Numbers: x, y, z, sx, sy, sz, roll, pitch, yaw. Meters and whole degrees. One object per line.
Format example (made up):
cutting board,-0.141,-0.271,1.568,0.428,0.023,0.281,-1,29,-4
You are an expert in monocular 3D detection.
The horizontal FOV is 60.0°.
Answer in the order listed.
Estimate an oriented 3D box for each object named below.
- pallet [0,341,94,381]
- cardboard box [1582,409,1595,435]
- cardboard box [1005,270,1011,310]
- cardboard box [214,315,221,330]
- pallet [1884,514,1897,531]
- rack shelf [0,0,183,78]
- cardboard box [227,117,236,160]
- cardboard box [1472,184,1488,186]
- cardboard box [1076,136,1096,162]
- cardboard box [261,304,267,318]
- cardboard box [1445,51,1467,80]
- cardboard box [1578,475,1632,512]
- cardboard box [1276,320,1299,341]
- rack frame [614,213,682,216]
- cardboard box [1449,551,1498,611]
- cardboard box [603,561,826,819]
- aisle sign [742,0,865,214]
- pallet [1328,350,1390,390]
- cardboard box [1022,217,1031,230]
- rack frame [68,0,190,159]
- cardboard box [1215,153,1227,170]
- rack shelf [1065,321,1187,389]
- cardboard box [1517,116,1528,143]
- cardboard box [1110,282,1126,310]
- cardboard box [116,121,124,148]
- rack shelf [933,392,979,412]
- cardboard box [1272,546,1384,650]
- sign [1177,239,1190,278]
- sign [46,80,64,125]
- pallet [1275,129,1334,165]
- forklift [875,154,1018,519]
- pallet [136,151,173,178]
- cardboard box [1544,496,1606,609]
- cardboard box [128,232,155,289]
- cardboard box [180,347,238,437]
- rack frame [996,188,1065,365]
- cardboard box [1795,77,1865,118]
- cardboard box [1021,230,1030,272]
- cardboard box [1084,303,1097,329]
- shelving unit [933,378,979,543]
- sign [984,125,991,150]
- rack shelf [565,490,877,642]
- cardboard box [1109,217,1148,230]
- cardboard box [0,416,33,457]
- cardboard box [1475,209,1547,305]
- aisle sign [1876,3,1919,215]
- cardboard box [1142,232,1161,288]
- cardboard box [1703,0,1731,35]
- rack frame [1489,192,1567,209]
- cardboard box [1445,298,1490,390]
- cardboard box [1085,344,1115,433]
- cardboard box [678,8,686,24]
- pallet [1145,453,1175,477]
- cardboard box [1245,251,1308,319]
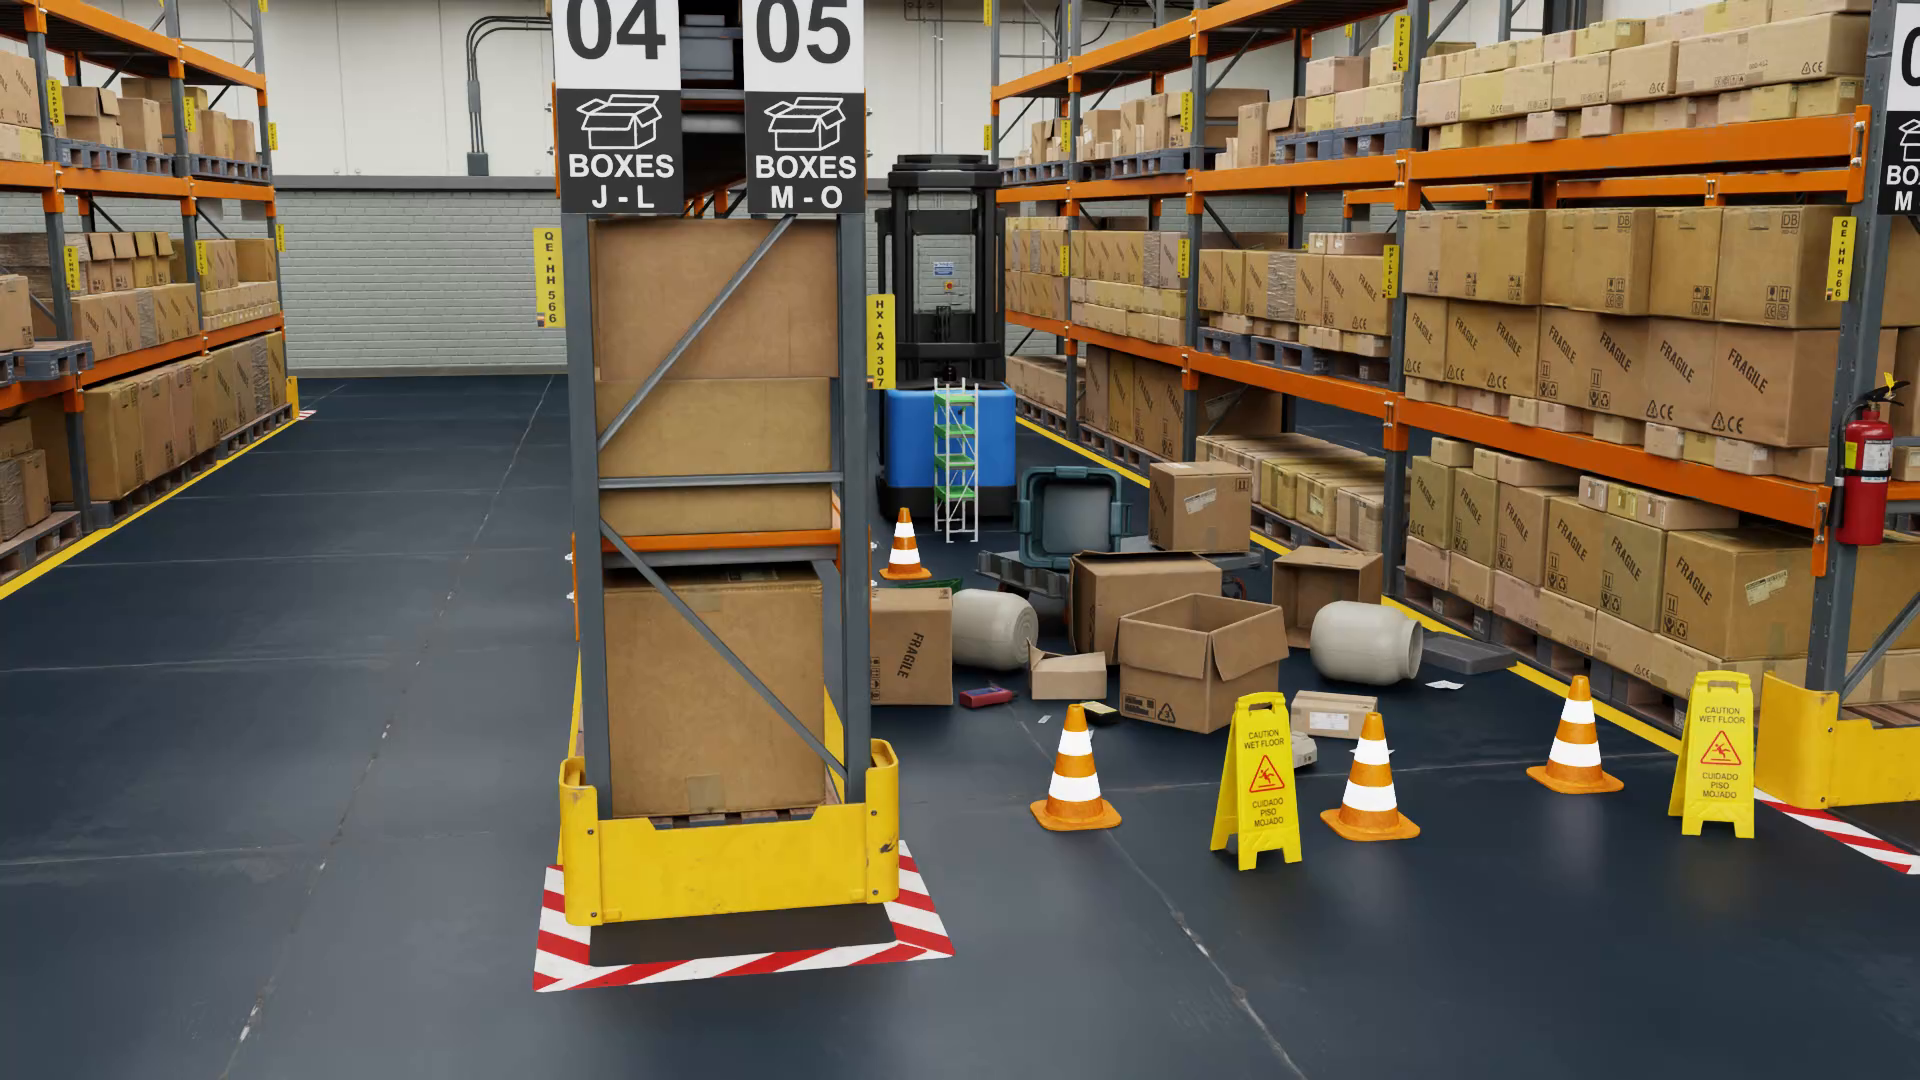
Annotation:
pallet,-7.017,-1.285,11.937,1.213,0.211,1.003,-2,11,-11
cardboard box,3.456,-0.617,8.590,0.380,0.149,0.250,-2,11,-11
cardboard box,0.842,-3.192,21.179,0.500,0.500,0.500,-2,11,-12
cardboard box,-7.820,-2.231,17.065,0.380,0.149,0.250,-2,11,-13
pallet,7.684,-0.302,13.718,1.003,0.211,1.213,-2,11,-11
rack shelf,-7.649,-4.270,14.057,1.077,0.370,4.000,-2,11,-11
cardboard box,-8.671,-4.550,18.900,0.700,0.500,0.500,-3,11,-13
cardboard box,6.191,-4.186,19.318,0.380,0.149,0.250,-2,11,-11
cardboard box,1.437,-4.109,17.477,0.396,0.266,0.258,-2,11,-12
cardboard box,-8.276,-2.657,19.304,0.380,0.149,0.250,-2,11,-10
cardboard box,3.059,-2.758,9.682,0.380,0.149,0.250,-2,11,-9
cardboard box,3.372,-0.238,8.417,0.380,0.149,0.250,-2,11,-9
cardboard box,2.608,-1.585,12.548,0.380,0.149,0.250,-2,11,-9
rack frame,-3.931,-3.135,21.145,1.000,3.000,0.127,-2,11,-11
cardboard box,3.203,0.227,9.710,0.500,0.250,0.500,-1,11,-8
cardboard box,-1.016,0.515,6.527,0.875,0.875,0.875,-2,11,-11
aisle sign,-0.511,-1.475,5.473,0.394,0.787,0.004,-2,11,-11
pallet,3.233,-1.184,11.407,1.003,0.211,1.213,-2,11,-11
cardboard box,0.962,-3.831,20.127,0.380,0.149,0.250,-2,11,-12
rack frame,-8.038,-5.187,15.879,1.000,3.000,0.127,-2,11,-11
cardboard box,2.355,-3.152,13.886,0.380,0.149,0.250,-2,11,-11
rack shelf,2.072,-1.880,16.474,1.077,0.370,4.000,-2,11,-11
cardboard box,3.262,-2.228,9.031,0.380,0.149,0.250,-2,11,-13
cardboard box,1.793,-2.400,16.348,0.500,0.250,0.500,-2,11,-13
cardboard box,-7.913,-3.671,15.054,0.500,0.311,0.500,-3,11,-13
rack shelf,-0.032,-1.029,12.666,0.258,0.148,0.480,-2,11,-11
cardboard box,2.112,0.340,9.566,0.500,0.500,0.500,6,12,28
sign,1.917,-2.414,14.262,0.100,0.325,0.005,-2,11,-11
sign,-6.727,-3.253,12.359,0.100,0.325,0.005,-2,11,-11
pallet,3.018,-2.821,11.976,1.213,0.211,1.003,-2,11,-11
forklift,-0.178,-1.839,14.518,1.130,2.935,3.031,-1,11,-5
pallet,-7.811,-3.453,15.303,0.805,0.209,1.217,-3,11,-13
cardboard box,3.409,0.051,8.630,0.500,0.500,0.500,-2,11,-12
cardboard box,-7.784,-2.538,15.059,0.797,0.503,0.637,-2,11,-10
cardboard box,-8.088,-1.526,17.251,0.875,0.875,0.875,-2,11,-11
rack frame,0.905,-3.333,22.188,1.000,3.000,0.127,-2,11,-11
cardboard box,3.673,-1.804,6.804,0.380,0.149,0.250,-2,11,-11
cardboard box,1.032,-3.495,20.097,0.500,0.500,0.500,-2,11,-11
cardboard box,1.611,-2.341,17.375,0.500,0.250,0.500,-2,11,-12
shelving unit,-0.032,-0.620,12.744,0.258,1.200,0.503,-2,11,-11
sign,0.359,-5.256,21.718,0.100,0.325,0.005,-2,11,-11
rack shelf,-1.208,-0.214,7.722,1.077,0.370,4.000,-2,11,-11
cardboard box,1.876,-3.526,18.524,0.380,0.149,0.250,-2,11,-12
cardboard box,-7.100,-0.741,12.068,0.500,0.250,0.500,-2,11,-9
cardboard box,3.260,-1.543,9.043,0.700,0.500,0.500,-2,11,-12
aisle sign,3.744,-1.654,6.412,0.394,0.787,0.004,-2,11,-11
cardboard box,1.996,-2.586,15.317,0.500,0.500,0.500,-2,11,-10
cardboard box,3.582,-2.335,7.461,0.380,0.149,0.250,-2,11,-11
rack frame,6.551,-2.781,19.285,1.000,3.000,0.127,-2,11,-11
cardboard box,3.171,-1.146,9.631,0.500,0.500,0.500,-2,11,-11
cardboard box,1.882,-1.652,17.911,0.875,0.875,0.875,-2,11,-9
cardboard box,-1.382,-2.265,6.769,0.500,0.250,0.500,-2,11,-11
pallet,2.381,-0.644,15.514,1.003,0.211,1.213,-2,11,-11
cardboard box,2.539,-1.984,12.914,0.500,0.500,0.500,-2,11,-10
